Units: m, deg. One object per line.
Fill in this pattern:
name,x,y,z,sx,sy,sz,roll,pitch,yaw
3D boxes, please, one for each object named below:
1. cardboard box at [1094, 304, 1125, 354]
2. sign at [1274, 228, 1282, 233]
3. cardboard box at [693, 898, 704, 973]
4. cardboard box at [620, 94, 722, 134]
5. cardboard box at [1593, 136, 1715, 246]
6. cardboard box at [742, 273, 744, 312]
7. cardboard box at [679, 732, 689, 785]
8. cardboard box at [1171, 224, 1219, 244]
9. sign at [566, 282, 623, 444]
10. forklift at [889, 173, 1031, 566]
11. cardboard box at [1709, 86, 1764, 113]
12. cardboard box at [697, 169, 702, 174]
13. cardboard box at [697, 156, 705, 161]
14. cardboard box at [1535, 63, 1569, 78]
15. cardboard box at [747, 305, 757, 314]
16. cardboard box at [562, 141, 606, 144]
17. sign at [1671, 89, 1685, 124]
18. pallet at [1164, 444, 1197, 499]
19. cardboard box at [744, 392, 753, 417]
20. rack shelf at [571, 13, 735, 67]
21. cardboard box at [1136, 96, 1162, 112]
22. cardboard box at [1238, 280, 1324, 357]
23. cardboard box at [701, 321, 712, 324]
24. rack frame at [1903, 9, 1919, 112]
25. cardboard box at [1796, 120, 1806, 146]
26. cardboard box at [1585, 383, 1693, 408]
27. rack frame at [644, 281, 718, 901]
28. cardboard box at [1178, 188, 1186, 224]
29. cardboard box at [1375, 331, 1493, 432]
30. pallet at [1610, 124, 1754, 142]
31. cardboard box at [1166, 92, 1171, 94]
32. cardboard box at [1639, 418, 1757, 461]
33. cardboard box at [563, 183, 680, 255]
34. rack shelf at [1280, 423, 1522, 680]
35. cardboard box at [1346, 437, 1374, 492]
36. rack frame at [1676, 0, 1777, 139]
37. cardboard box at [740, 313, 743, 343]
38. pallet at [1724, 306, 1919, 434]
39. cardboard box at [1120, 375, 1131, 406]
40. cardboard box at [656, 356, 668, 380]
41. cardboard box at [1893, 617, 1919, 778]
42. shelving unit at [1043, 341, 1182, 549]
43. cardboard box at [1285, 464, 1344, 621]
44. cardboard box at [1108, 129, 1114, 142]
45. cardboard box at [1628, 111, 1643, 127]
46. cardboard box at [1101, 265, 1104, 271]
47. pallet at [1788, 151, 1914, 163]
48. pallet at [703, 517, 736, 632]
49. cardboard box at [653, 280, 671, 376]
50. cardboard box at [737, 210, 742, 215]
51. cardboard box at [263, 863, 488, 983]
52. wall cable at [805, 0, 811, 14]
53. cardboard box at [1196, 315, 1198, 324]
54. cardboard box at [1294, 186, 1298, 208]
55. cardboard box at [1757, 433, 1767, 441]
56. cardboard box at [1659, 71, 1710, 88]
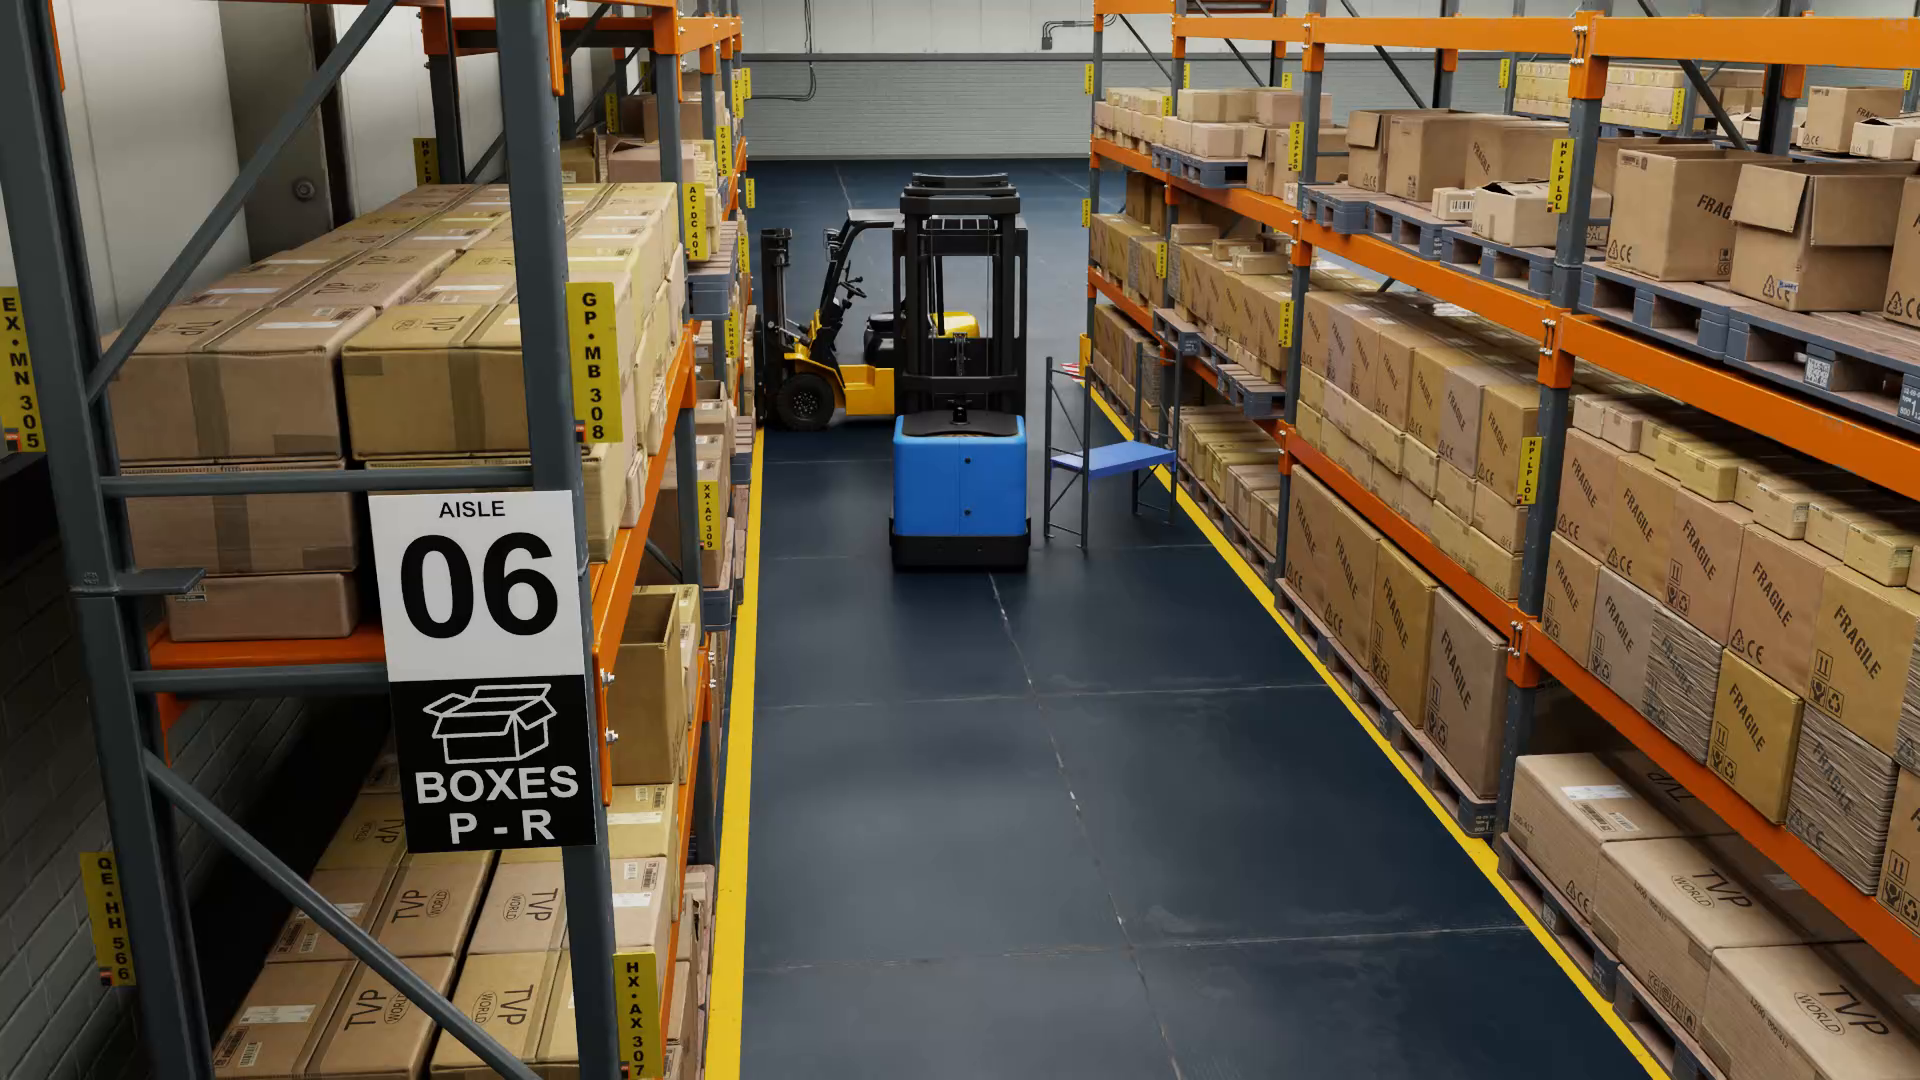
cardboard box,1.824,-2.399,18.950,0.500,0.500,0.500,-2,18,-7
sign,2.978,-2.788,15.617,0.100,0.325,0.005,-2,18,-6
cardboard box,-1.299,1.688,7.156,0.396,0.266,0.258,-1,17,-4
cardboard box,-2.082,-2.969,12.082,0.700,0.500,0.500,-2,18,-7
cardboard box,3.449,-1.785,8.478,0.500,0.500,0.500,-2,18,-7
cardboard box,-2.367,-2.406,16.165,0.500,0.500,0.500,-1,17,-5
cardboard box,-1.248,0.835,6.428,0.380,0.149,0.250,-2,18,-6
cardboard box,2.123,-2.766,15.031,0.380,0.149,0.250,-2,18,-6
sign,-0.734,-0.353,3.326,0.100,0.325,0.005,-2,18,-6
forklift,0.001,-1.586,13.835,1.130,2.935,3.031,0,17,0
cardboard box,7.567,-4.304,16.257,0.500,0.250,0.500,-2,18,-5
cardboard box,-1.500,-1.788,8.410,0.380,0.149,0.250,-2,17,-5
cardboard box,-1.635,-2.083,9.385,0.380,0.149,0.250,-2,18,-5
cardboard box,6.696,-5.272,18.674,0.380,0.149,0.250,-2,18,-6
cardboard box,-2.566,-2.493,18.829,0.500,0.250,0.500,-1,17,-4
cardboard box,-2.335,-2.445,10.536,0.380,0.149,0.250,-2,18,-8
sign,6.787,-4.098,15.721,0.100,0.325,0.005,-2,18,-6
pallet,2.508,-0.655,15.411,1.003,0.211,1.213,-2,18,-6
cardboard box,-2.254,-1.344,16.004,0.500,0.250,0.500,-2,18,-6
rack shelf,-2.305,-3.795,12.611,1.077,0.370,4.000,-2,18,-6
cardboard box,1.975,-4.381,16.705,0.380,0.149,0.250,-2,17,-5
cardboard box,2.451,-1.696,12.707,0.500,0.500,0.500,-2,18,-7
cardboard box,-1.959,-1.565,12.405,0.380,0.149,0.250,-2,17,-5
rack frame,11.870,-6.578,19.605,1.000,3.000,0.127,-2,18,-6
cardboard box,7.321,-3.451,14.012,0.396,0.266,0.258,-2,18,-6
cardboard box,3.492,-0.499,8.421,0.500,0.500,0.500,-2,17,-5
rack frame,-1.686,0.321,7.648,1.000,3.000,0.127,-2,18,-6
cardboard box,2.540,-3.325,16.928,0.700,0.500,0.500,-2,18,-7
cardboard box,2.793,-0.943,9.838,0.500,0.500,0.500,-1,17,-5
pallet,7.265,-4.033,16.657,1.003,0.211,1.213,-2,18,-6
cardboard box,2.369,-4.627,17.487,0.380,0.149,0.250,-2,18,-7
cardboard box,3.136,-0.415,7.073,0.380,0.149,0.250,-2,18,-6
cardboard box,-1.394,-1.277,6.647,0.500,0.250,0.500,-2,18,-5
rack shelf,3.045,-0.087,10.146,1.077,0.370,4.000,-2,18,-6
cardboard box,2.758,-0.492,10.485,0.500,0.250,0.500,-1,17,-4
rack frame,7.339,-5.263,15.417,1.000,3.000,0.127,-2,18,-6
cardboard box,-2.199,-1.849,14.810,0.500,0.250,0.500,-1,17,-4
pallet,3.448,-0.616,5.772,1.003,0.211,1.213,-2,18,-6
cardboard box,1.985,-1.584,17.603,0.500,0.250,0.500,-2,17,-5
cardboard box,-1.293,-0.666,6.202,0.380,0.149,0.250,-2,18,-6
cardboard box,3.294,0.542,5.107,0.500,0.500,0.500,-2,18,-5
shelving unit,1.258,-0.799,13.718,1.048,1.500,0.538,-14,22,-37
cardboard box,2.827,-0.004,11.528,0.875,0.875,0.875,-2,18,-6
cardboard box,1.834,-4.456,18.275,0.380,0.149,0.250,-1,17,-4
cardboard box,6.929,-4.210,16.624,0.380,0.149,0.250,-2,17,-5
cardboard box,1.842,-3.182,19.223,0.380,0.149,0.250,-2,18,-5
pallet,7.514,-3.073,13.765,1.003,0.211,1.213,-1,17,-3
pallet,-1.660,0.171,8.446,1.003,0.211,1.213,-2,18,-6
cardboard box,-1.281,-0.737,5.764,0.500,0.250,0.500,-1,17,-4
cardboard box,-2.567,-3.504,18.084,0.380,0.149,0.250,-1,17,-4
cardboard box,-1.637,1.159,4.730,0.500,0.250,0.500,-2,18,-5
wall cable,-3.140,-16.750,48.759,3.097,2.526,0.112,-2,18,-6
cardboard box,2.291,-1.967,14.652,0.380,0.149,0.250,-1,17,-2
cardboard box,2.597,-2.424,11.803,0.380,0.149,0.250,-2,18,-6
cardboard box,3.535,-0.430,7.119,0.380,0.149,0.250,-2,18,-6
cardboard box,6.984,-4.439,16.022,0.380,0.149,0.250,-2,18,-6
